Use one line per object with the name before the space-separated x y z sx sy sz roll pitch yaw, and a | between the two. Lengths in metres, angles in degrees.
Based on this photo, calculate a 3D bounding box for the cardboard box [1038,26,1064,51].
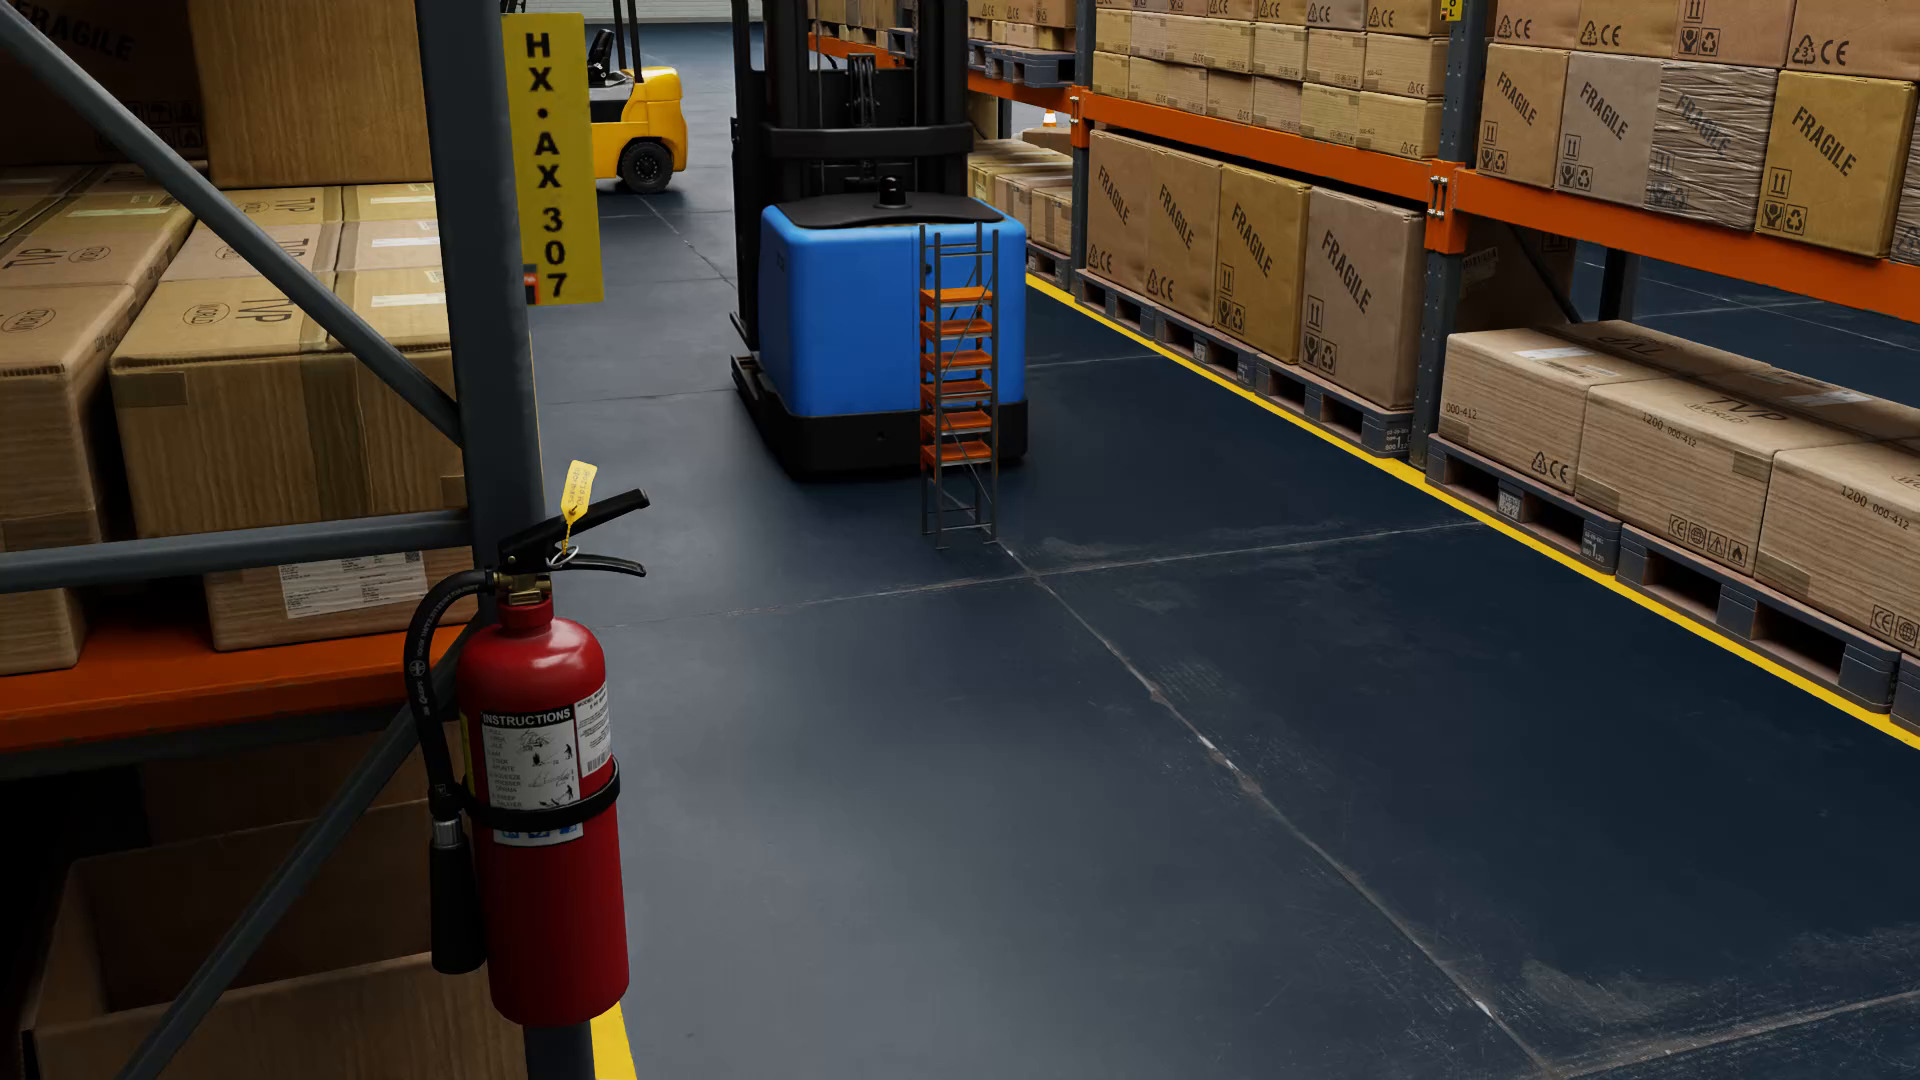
cardboard box | 0.734 -3.299 10.913 0.380 0.149 0.250 -6 21 -16

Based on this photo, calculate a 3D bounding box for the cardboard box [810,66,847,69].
cardboard box | -1.302 -4.589 17.092 0.500 0.500 0.500 -7 21 -19

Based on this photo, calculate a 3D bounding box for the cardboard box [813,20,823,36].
cardboard box | -1.256 -5.119 16.603 0.380 0.149 0.250 -6 21 -16

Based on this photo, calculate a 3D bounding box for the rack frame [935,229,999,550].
rack frame | 0.024 -0.540 6.145 0.240 1.200 0.006 -6 21 -17

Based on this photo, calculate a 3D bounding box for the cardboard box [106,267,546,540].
cardboard box | -0.870 -0.209 2.342 0.500 0.250 0.500 -6 21 -17

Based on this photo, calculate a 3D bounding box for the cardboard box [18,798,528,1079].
cardboard box | -1.085 0.806 2.807 0.797 0.503 0.637 -7 21 -19

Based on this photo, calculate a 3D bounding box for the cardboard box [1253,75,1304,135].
cardboard box | 1.791 -2.151 8.190 0.500 0.250 0.500 -7 21 -19

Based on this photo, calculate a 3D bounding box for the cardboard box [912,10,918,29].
cardboard box | -0.170 -4.213 13.459 0.380 0.149 0.250 -6 21 -16

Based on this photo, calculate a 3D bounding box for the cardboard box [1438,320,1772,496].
cardboard box | 2.566 -0.556 6.696 0.875 0.438 0.875 -7 21 -18

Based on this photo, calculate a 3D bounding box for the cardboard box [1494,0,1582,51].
cardboard box | 2.390 -2.116 6.244 0.500 0.500 0.500 -6 21 -17

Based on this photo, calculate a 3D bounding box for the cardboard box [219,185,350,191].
cardboard box | -1.372 -0.694 3.694 0.500 0.250 0.500 -7 21 -19

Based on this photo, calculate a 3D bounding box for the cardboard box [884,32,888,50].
cardboard box | -0.434 -4.297 14.314 0.380 0.149 0.250 -7 21 -18

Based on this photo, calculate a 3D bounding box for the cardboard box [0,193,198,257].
cardboard box | -1.692 -0.479 3.094 0.500 0.250 0.500 -6 21 -15

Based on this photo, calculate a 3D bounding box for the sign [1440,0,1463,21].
sign | 1.958 -2.224 6.575 0.100 0.325 0.005 -6 21 -17

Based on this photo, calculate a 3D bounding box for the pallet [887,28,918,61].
pallet | 0.058 -3.993 13.381 1.003 0.211 1.213 -6 21 -17

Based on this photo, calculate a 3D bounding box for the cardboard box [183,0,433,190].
cardboard box | -1.342 -1.043 3.555 0.500 0.500 0.500 -6 21 -16

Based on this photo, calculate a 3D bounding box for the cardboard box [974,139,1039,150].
cardboard box | 0.123 -3.137 13.980 0.950 0.372 0.625 -6 21 -17

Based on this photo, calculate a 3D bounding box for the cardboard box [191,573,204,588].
cardboard box | -0.950 -0.058 2.512 0.380 0.149 0.250 -6 21 -16

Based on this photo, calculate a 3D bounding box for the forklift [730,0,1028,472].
forklift | -0.563 -2.130 8.011 1.130 2.935 3.031 -5 20 -13

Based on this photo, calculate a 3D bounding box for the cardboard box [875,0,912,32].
cardboard box | -0.420 -4.648 14.331 0.500 0.500 0.500 -7 21 -19

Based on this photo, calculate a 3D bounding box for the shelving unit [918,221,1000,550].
shelving unit | -0.005 -0.569 6.227 0.258 1.200 0.189 -6 21 -17

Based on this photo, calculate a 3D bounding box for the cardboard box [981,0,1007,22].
cardboard box | 0.474 -3.888 11.596 0.500 0.500 0.500 -8 21 -21

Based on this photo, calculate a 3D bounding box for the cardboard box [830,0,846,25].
cardboard box | -0.921 -5.142 15.707 0.500 0.500 0.500 -7 21 -18

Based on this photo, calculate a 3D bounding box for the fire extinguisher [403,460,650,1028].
fire extinguisher | -0.498 0.245 1.963 0.296 0.674 0.183 -6 21 -17

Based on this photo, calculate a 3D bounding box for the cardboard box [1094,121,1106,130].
cardboard box | 1.654 -4.158 17.250 0.637 0.503 0.797 12 23 30

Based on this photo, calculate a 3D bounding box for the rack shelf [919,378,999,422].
rack shelf | -0.005 -0.528 6.242 0.258 0.103 0.180 -6 21 -17

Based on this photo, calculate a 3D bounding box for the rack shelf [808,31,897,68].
rack shelf | -0.673 -4.648 15.983 1.077 0.370 4.000 -6 21 -17

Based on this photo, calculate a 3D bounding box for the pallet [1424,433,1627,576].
pallet | 2.635 -0.212 6.696 1.003 0.211 1.213 -6 21 -17

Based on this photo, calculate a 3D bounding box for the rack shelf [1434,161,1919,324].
rack shelf | 3.099 -0.797 5.262 1.077 0.370 4.000 -6 21 -17

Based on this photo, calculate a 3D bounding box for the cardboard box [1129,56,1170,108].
cardboard box | 1.306 -2.643 9.561 0.500 0.250 0.500 -7 21 -19

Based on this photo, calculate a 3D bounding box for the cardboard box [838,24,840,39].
cardboard box | -0.948 -4.874 15.919 0.380 0.149 0.250 -7 21 -19

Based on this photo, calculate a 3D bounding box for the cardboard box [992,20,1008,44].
cardboard box | 0.441 -3.543 11.594 0.380 0.149 0.250 -6 21 -16

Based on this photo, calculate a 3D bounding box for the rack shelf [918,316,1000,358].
rack shelf | -0.005 -0.753 6.160 0.258 0.103 0.180 -6 21 -17

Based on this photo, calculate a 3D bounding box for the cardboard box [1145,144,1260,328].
cardboard box | 1.628 -1.741 9.349 0.875 0.875 0.875 -6 21 -17

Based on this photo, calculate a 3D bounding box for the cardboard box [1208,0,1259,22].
cardboard box | 1.605 -2.906 8.443 0.500 0.500 0.500 -6 21 -16

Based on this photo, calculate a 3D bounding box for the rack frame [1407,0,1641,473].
rack frame | 2.471 -1.777 6.927 1.000 3.000 0.127 -6 21 -17

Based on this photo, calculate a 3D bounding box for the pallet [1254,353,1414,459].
pallet | 2.156 -0.704 8.065 1.003 0.211 1.213 -6 21 -17

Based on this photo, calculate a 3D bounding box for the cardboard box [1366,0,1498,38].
cardboard box | 2.092 -2.411 7.066 0.500 0.500 0.500 -6 21 -15

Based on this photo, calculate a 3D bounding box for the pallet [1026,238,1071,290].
pallet | 0.969 -1.999 11.671 1.003 0.211 1.213 -6 21 -17

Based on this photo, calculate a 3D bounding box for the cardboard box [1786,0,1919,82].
cardboard box | 2.849 -1.626 4.878 0.500 0.500 0.500 -7 21 -18

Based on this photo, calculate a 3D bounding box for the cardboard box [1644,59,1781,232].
cardboard box | 2.674 -1.324 5.516 0.500 0.500 0.500 -6 21 -17

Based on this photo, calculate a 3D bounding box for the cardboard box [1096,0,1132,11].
cardboard box | 1.136 -3.394 9.802 0.500 0.500 0.500 -7 21 -19

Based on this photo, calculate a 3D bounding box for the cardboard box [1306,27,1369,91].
cardboard box | 1.937 -2.217 7.634 0.500 0.250 0.500 -6 21 -16

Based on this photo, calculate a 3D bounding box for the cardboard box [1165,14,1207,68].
cardboard box | 1.444 -2.709 9.005 0.500 0.250 0.500 -6 21 -17

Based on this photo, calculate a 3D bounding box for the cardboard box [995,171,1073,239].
cardboard box | 0.806 -2.440 12.038 0.950 0.372 0.625 -7 21 -18

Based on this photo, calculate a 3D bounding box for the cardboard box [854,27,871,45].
cardboard box | -0.757 -4.623 15.221 0.380 0.149 0.250 -7 21 -18
